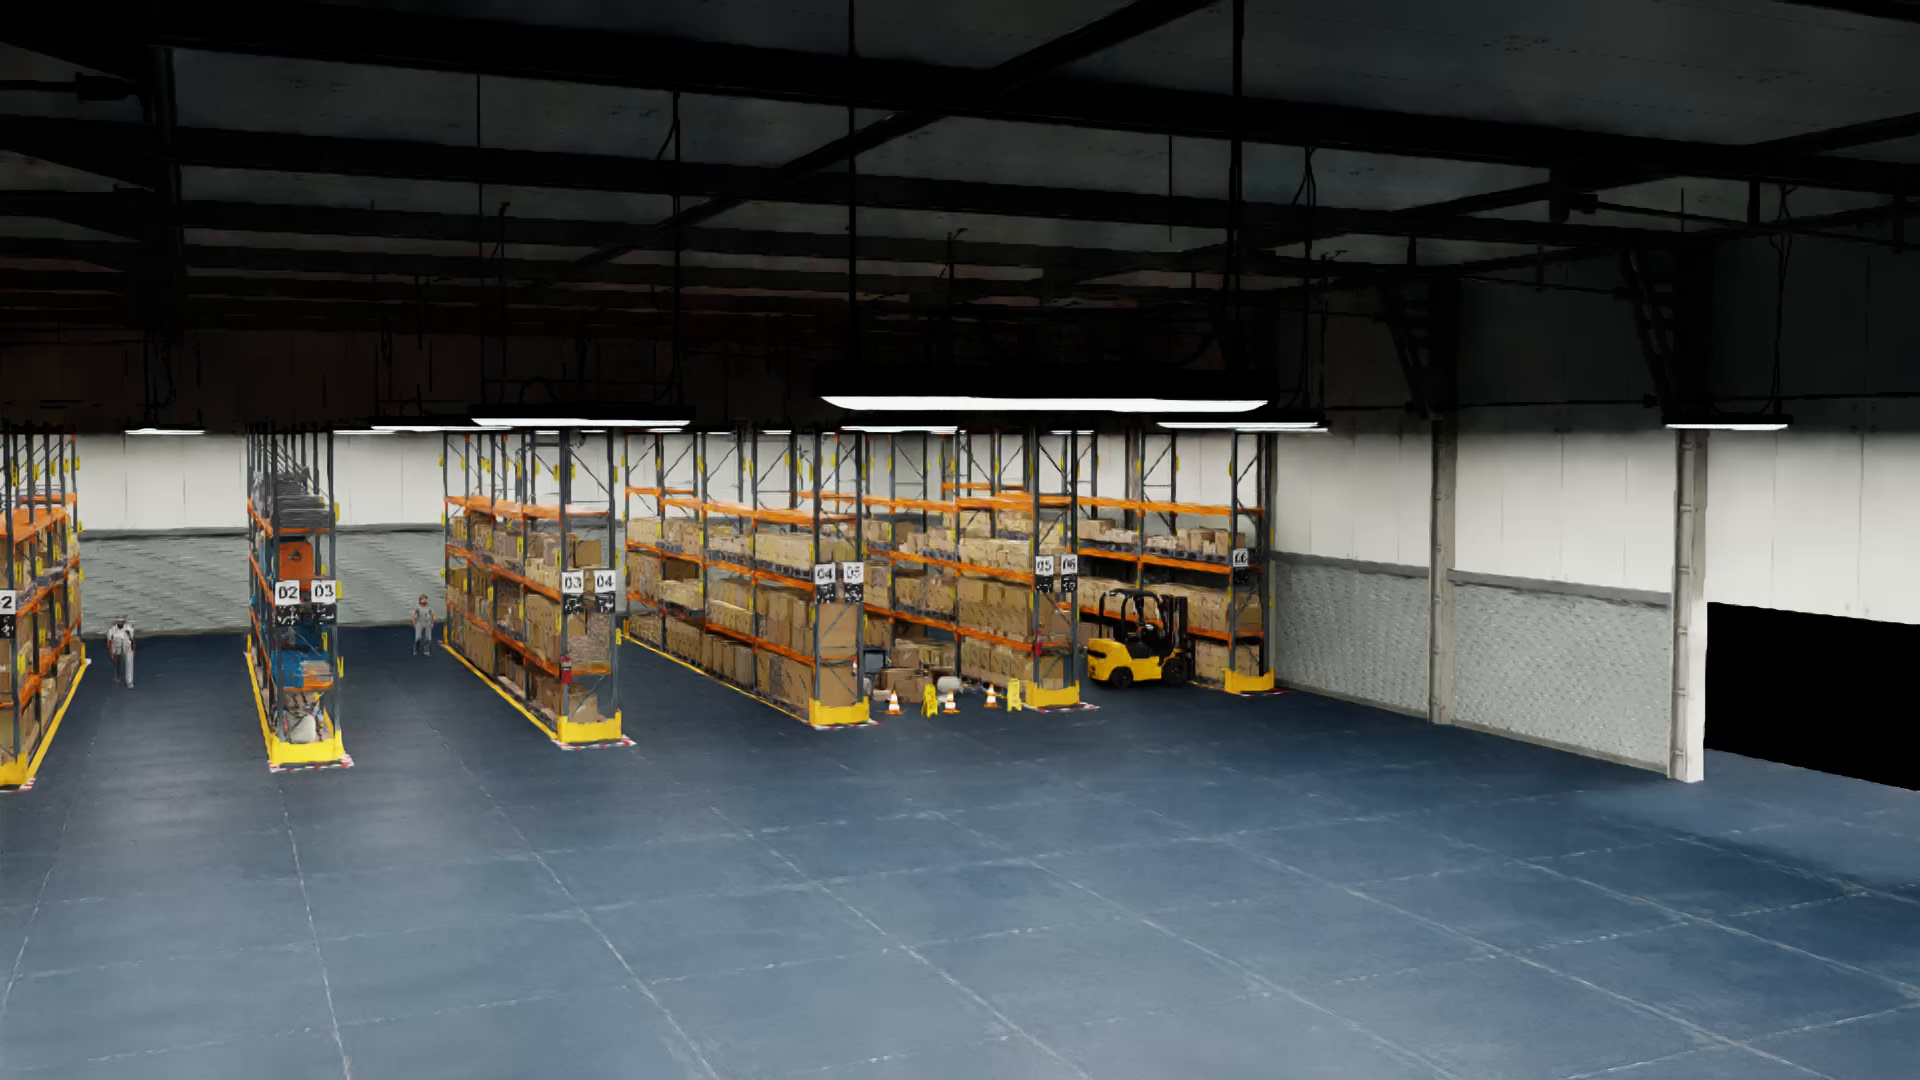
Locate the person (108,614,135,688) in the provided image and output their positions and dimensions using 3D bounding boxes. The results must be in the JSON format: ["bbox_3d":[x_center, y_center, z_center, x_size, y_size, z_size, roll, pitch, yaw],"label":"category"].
[{"bbox_3d":[-19.035,2.503,37.741,0.547,1.672,1.115,-2,4,-26],"label":"person"}]

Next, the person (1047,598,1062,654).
[{"bbox_3d":[2.368,2.232,43.004,0.527,1.579,0.529,0,4,-1],"label":"person"}]

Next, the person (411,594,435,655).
[{"bbox_3d":[-14.007,2.211,43.375,0.580,1.618,0.507,-2,4,-26],"label":"person"}]
